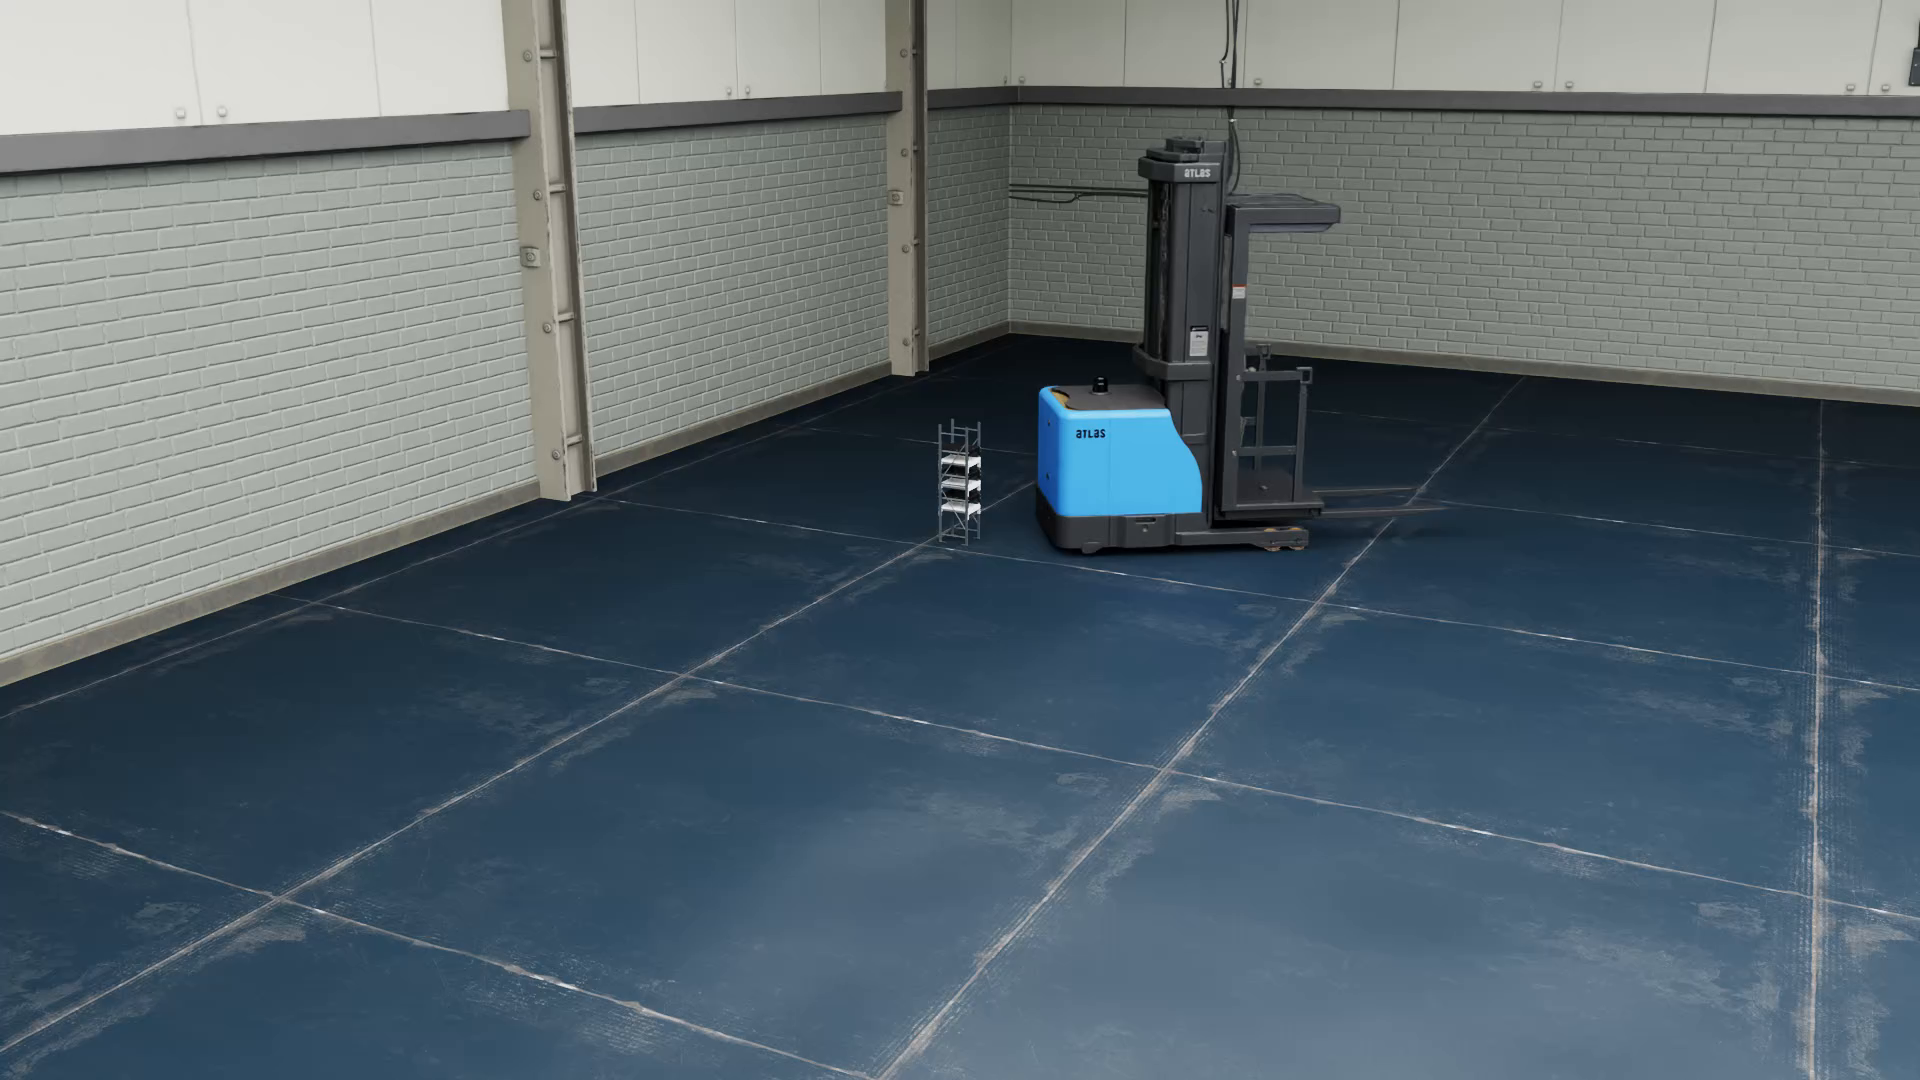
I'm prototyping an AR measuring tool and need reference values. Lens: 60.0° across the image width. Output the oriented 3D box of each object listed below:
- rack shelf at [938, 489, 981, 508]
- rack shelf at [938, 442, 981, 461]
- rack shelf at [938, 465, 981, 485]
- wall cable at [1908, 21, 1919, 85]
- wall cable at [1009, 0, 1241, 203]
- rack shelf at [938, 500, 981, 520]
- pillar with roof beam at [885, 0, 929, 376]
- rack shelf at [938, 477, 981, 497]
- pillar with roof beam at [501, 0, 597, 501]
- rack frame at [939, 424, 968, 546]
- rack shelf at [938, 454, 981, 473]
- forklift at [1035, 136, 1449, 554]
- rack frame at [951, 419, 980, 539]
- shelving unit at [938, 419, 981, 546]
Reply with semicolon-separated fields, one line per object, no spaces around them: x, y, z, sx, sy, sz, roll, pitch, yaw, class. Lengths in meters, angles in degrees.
-0.004;-0.311;12.424;0.258;0.077;0.200;8;18;25;rack shelf
-0.004;-0.656;12.322;0.258;0.077;0.200;8;18;25;rack shelf
-0.004;-0.484;12.373;0.258;0.077;0.200;8;18;25;rack shelf
10.405;-7.229;15.084;2.305;6.003;0.169;8;18;25;wall cable
1.919;-5.322;20.090;3.097;2.526;0.112;8;18;25;wall cable
-0.004;-0.225;12.450;0.258;0.077;0.200;8;18;25;rack shelf
3.271;-5.680;15.844;9.100;9.000;0.400;8;18;25;pillar with roof beam
-0.004;-0.397;12.399;0.258;0.077;0.200;8;18;25;rack shelf
0.590;-4.152;10.699;9.100;9.000;0.400;8;18;25;pillar with roof beam
-0.049;-0.403;12.302;0.240;0.900;0.006;8;18;25;rack frame
-0.004;-0.570;12.348;0.258;0.077;0.200;8;18;25;rack shelf
2.144;-1.470;12.325;3.031;2.935;1.130;-2;17;-7;forklift
0.042;-0.455;12.476;0.240;0.900;0.006;8;18;25;rack frame
-0.004;-0.429;12.389;0.258;0.900;0.210;8;18;25;shelving unit
